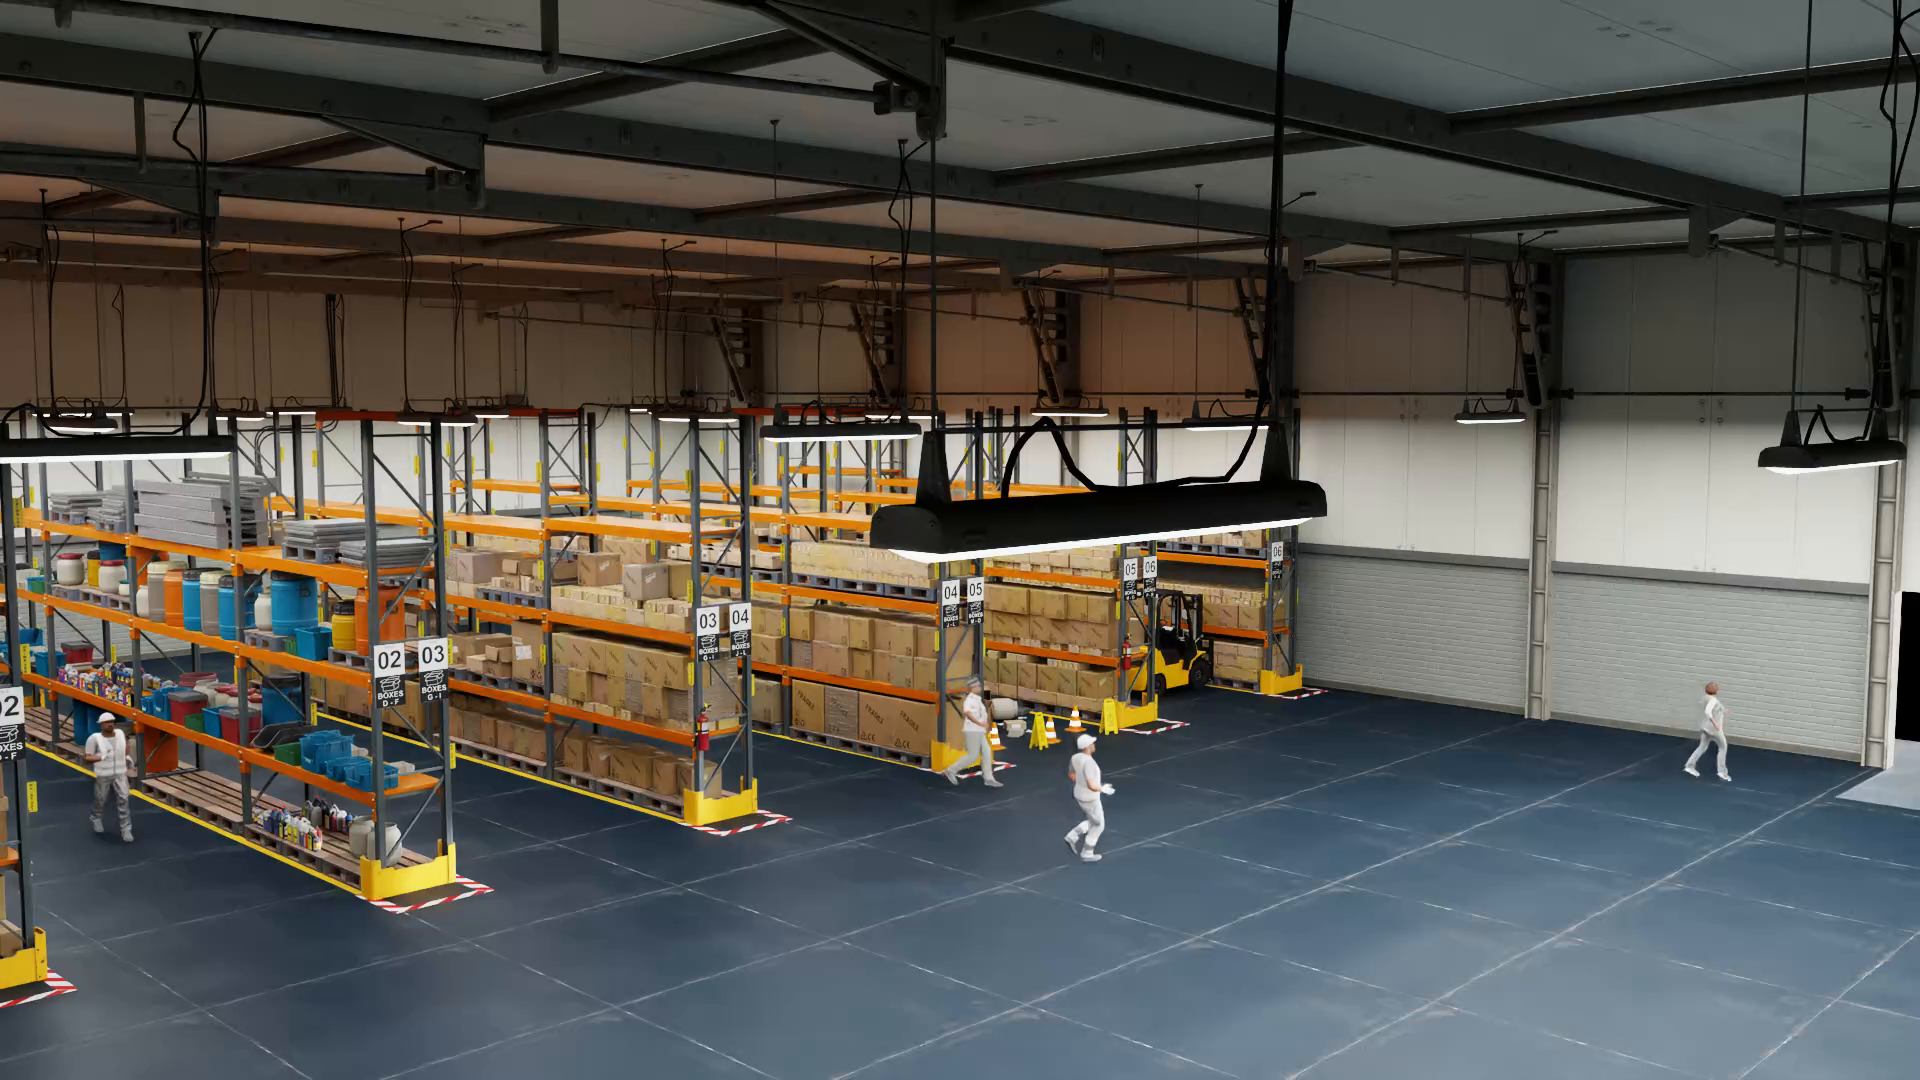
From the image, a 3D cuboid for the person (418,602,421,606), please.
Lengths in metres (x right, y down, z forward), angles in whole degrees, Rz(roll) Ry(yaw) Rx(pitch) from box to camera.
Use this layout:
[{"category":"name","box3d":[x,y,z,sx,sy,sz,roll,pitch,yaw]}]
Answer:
[{"category":"person","box3d":[-12.605,2.039,39.191,0.632,1.694,0.763,2,5,18]}]

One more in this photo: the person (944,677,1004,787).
[{"category":"person","box3d":[0.248,3.083,26.790,0.958,1.741,0.730,1,5,7]}]

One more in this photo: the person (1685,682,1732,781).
[{"category":"person","box3d":[12.221,3.124,27.101,0.757,1.630,0.514,-1,5,-9]}]

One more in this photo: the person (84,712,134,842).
[{"category":"person","box3d":[-12.036,3.324,23.553,0.972,1.784,0.678,5,7,44]}]

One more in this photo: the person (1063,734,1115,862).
[{"category":"person","box3d":[1.725,3.476,22.424,0.614,1.738,0.652,-2,5,-17]}]
